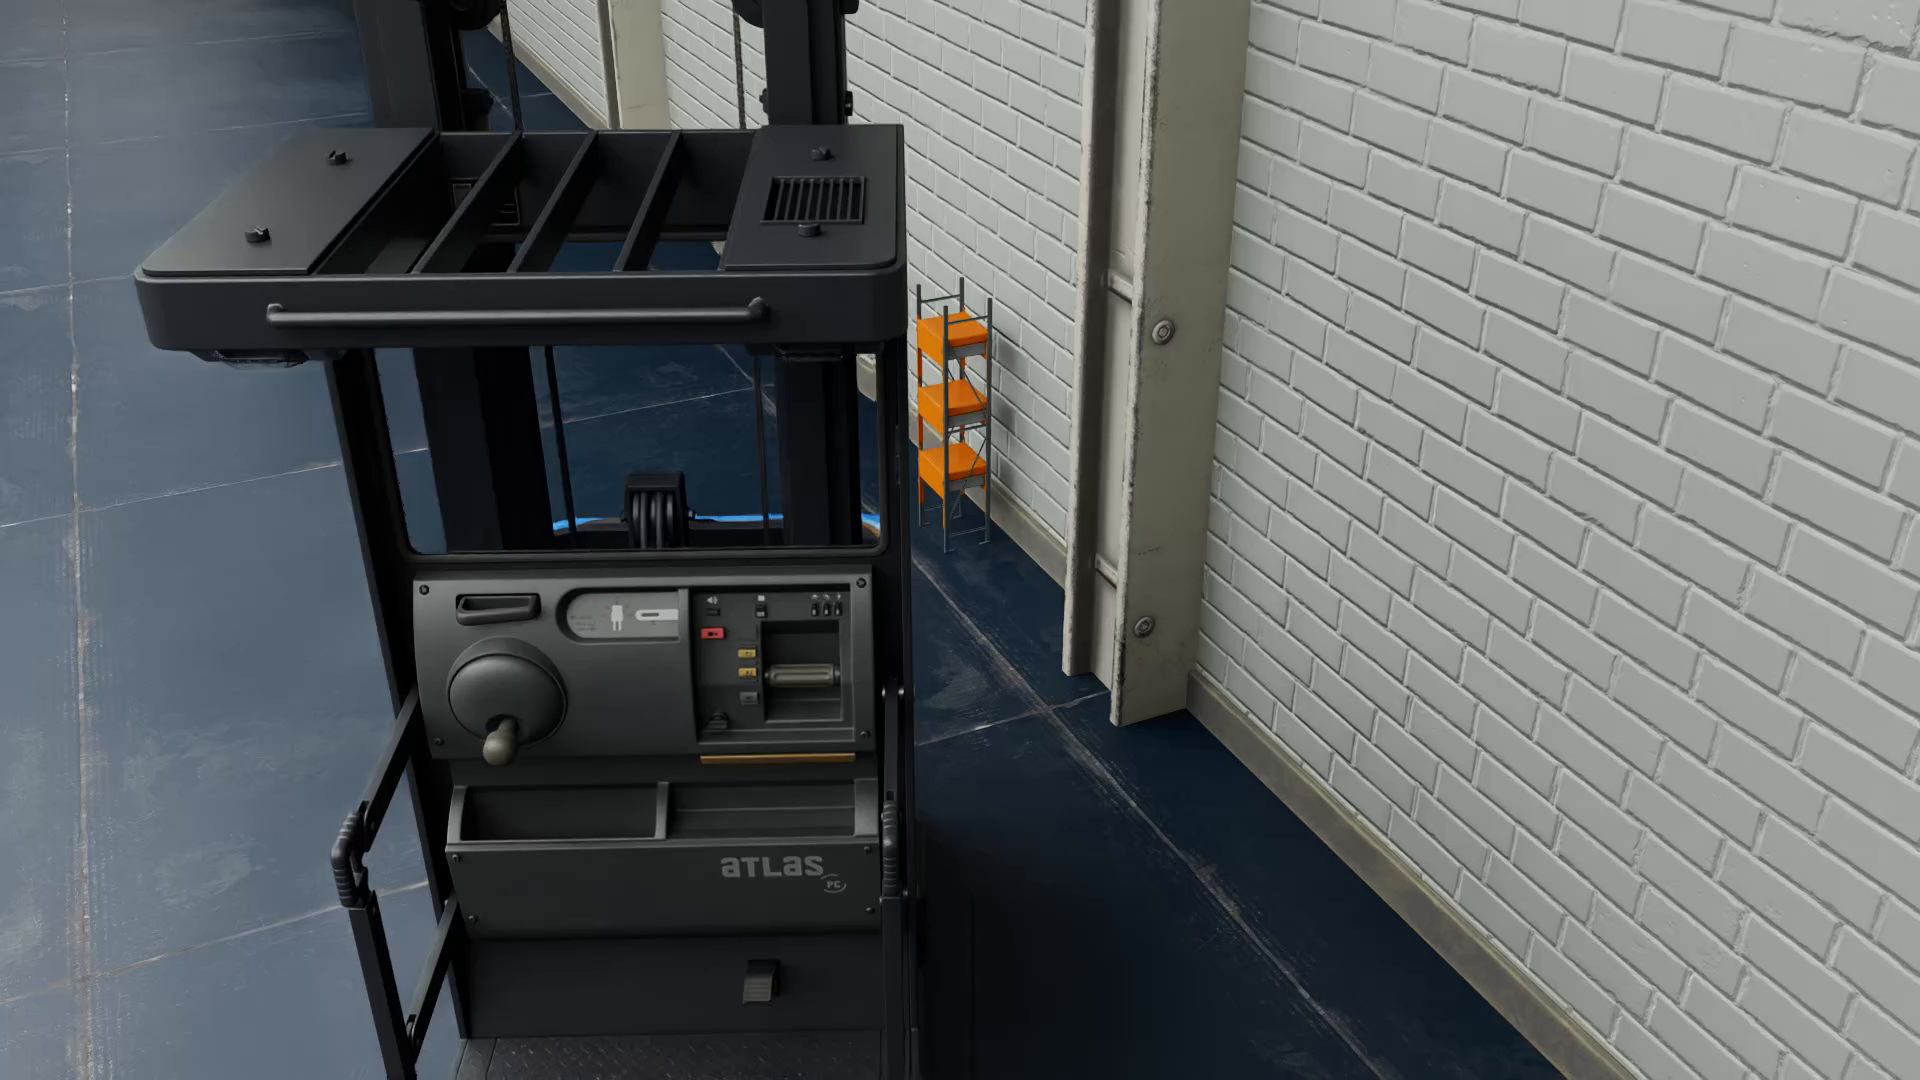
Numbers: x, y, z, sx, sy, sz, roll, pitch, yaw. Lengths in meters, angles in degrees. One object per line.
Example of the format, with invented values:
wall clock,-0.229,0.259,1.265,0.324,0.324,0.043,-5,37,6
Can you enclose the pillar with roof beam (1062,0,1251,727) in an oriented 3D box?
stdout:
pillar with roof beam,-3.303,-2.507,2.021,9.100,9.000,0.400,-13,32,-22

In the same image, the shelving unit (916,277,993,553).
shelving unit,-0.023,-0.482,6.535,0.215,1.050,0.252,-13,32,-22

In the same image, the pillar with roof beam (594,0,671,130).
pillar with roof beam,-5.879,-5.158,6.747,9.100,9.000,0.400,-13,32,-22

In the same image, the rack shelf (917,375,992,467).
rack shelf,-0.023,-0.472,6.541,0.215,0.259,0.240,-13,32,-22

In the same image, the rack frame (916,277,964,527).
rack frame,-0.075,-0.535,6.631,0.200,1.050,0.008,-13,32,-22

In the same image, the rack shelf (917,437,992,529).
rack shelf,-0.023,-0.230,6.676,0.215,0.259,0.240,-13,32,-22

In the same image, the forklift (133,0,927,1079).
forklift,-0.632,0.301,3.216,1.130,2.935,3.031,-1,29,-2

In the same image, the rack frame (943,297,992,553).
rack frame,0.029,-0.428,6.439,0.200,1.050,0.008,-13,32,-22

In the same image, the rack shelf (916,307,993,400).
rack shelf,-0.023,-0.720,6.402,0.215,0.259,0.240,-13,32,-22
